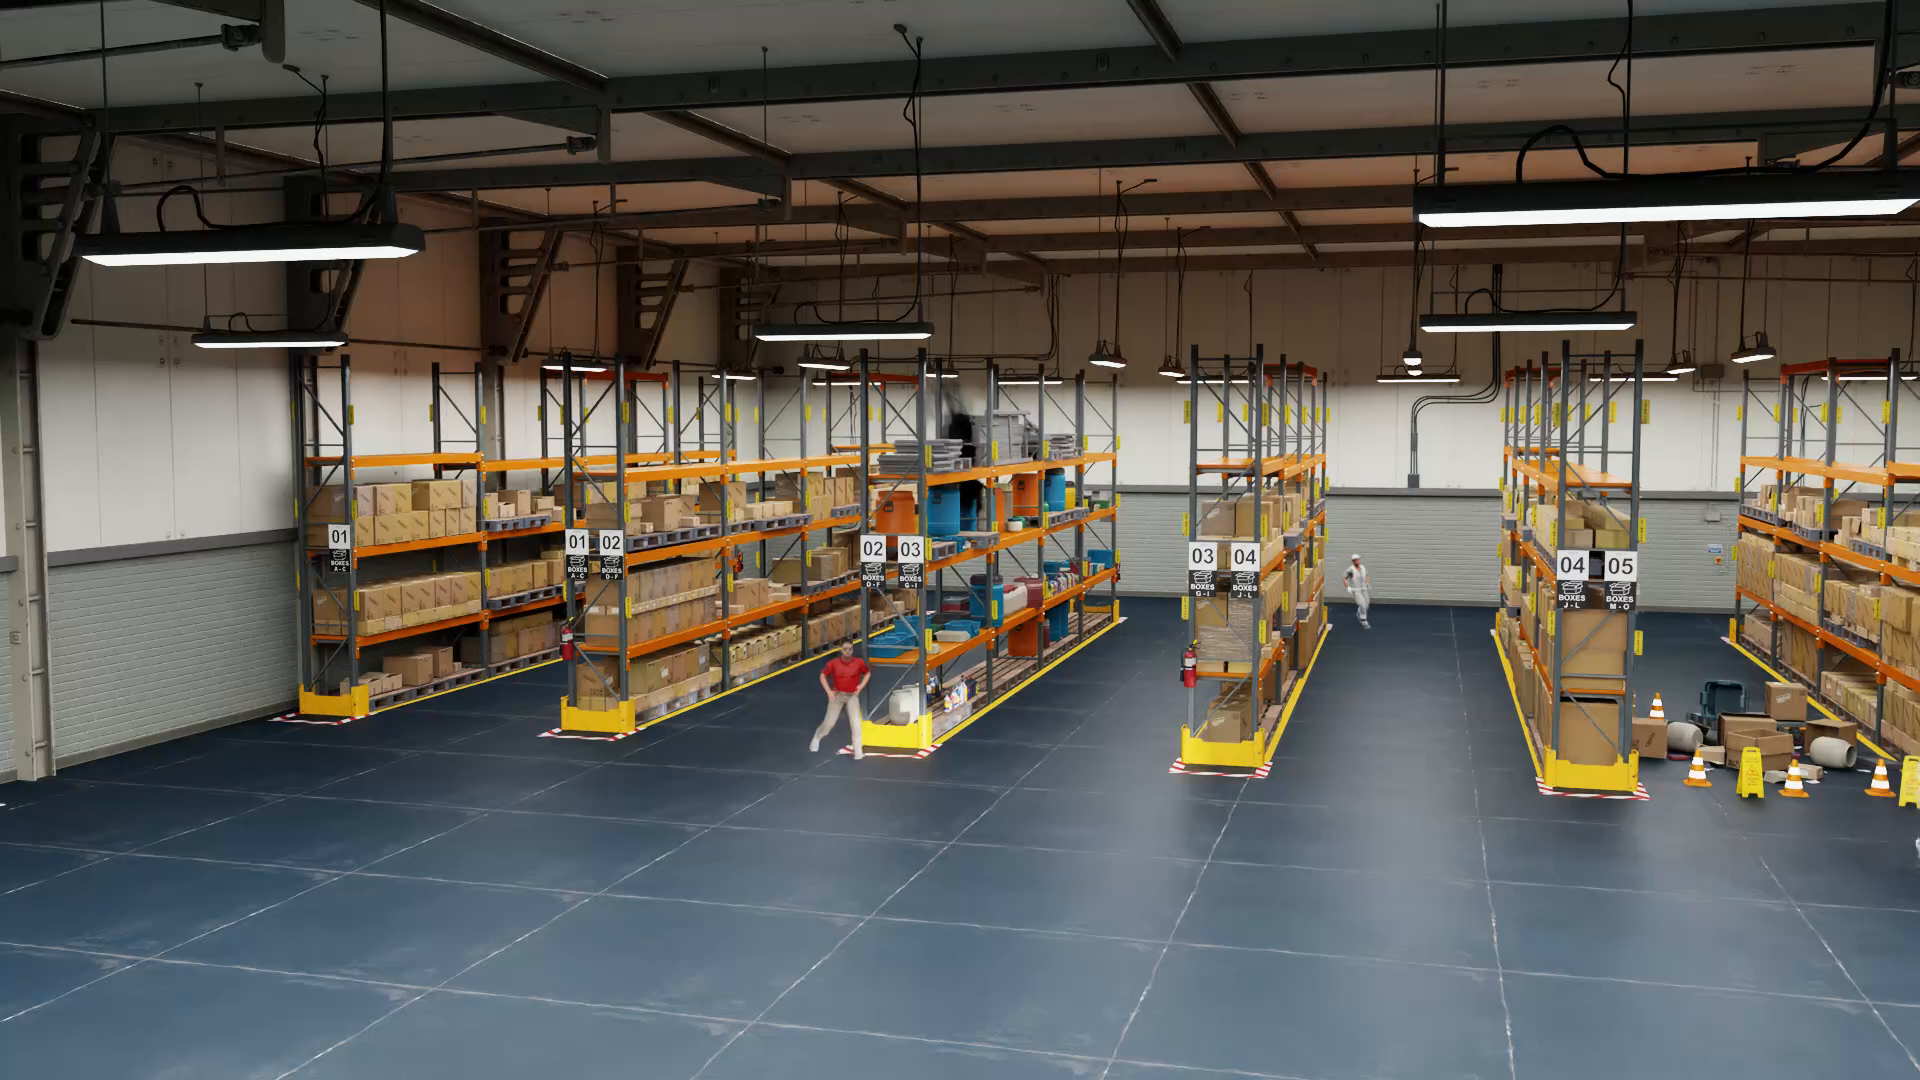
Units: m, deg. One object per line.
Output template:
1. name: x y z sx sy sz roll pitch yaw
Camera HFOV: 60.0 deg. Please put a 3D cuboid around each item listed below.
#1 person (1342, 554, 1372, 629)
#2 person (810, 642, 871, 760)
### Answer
1. person: 9.332 1.199 39.152 0.702 1.746 0.746 -1 4 -17
2. person: -1.742 2.353 24.435 0.898 1.737 0.736 -1 4 -13
